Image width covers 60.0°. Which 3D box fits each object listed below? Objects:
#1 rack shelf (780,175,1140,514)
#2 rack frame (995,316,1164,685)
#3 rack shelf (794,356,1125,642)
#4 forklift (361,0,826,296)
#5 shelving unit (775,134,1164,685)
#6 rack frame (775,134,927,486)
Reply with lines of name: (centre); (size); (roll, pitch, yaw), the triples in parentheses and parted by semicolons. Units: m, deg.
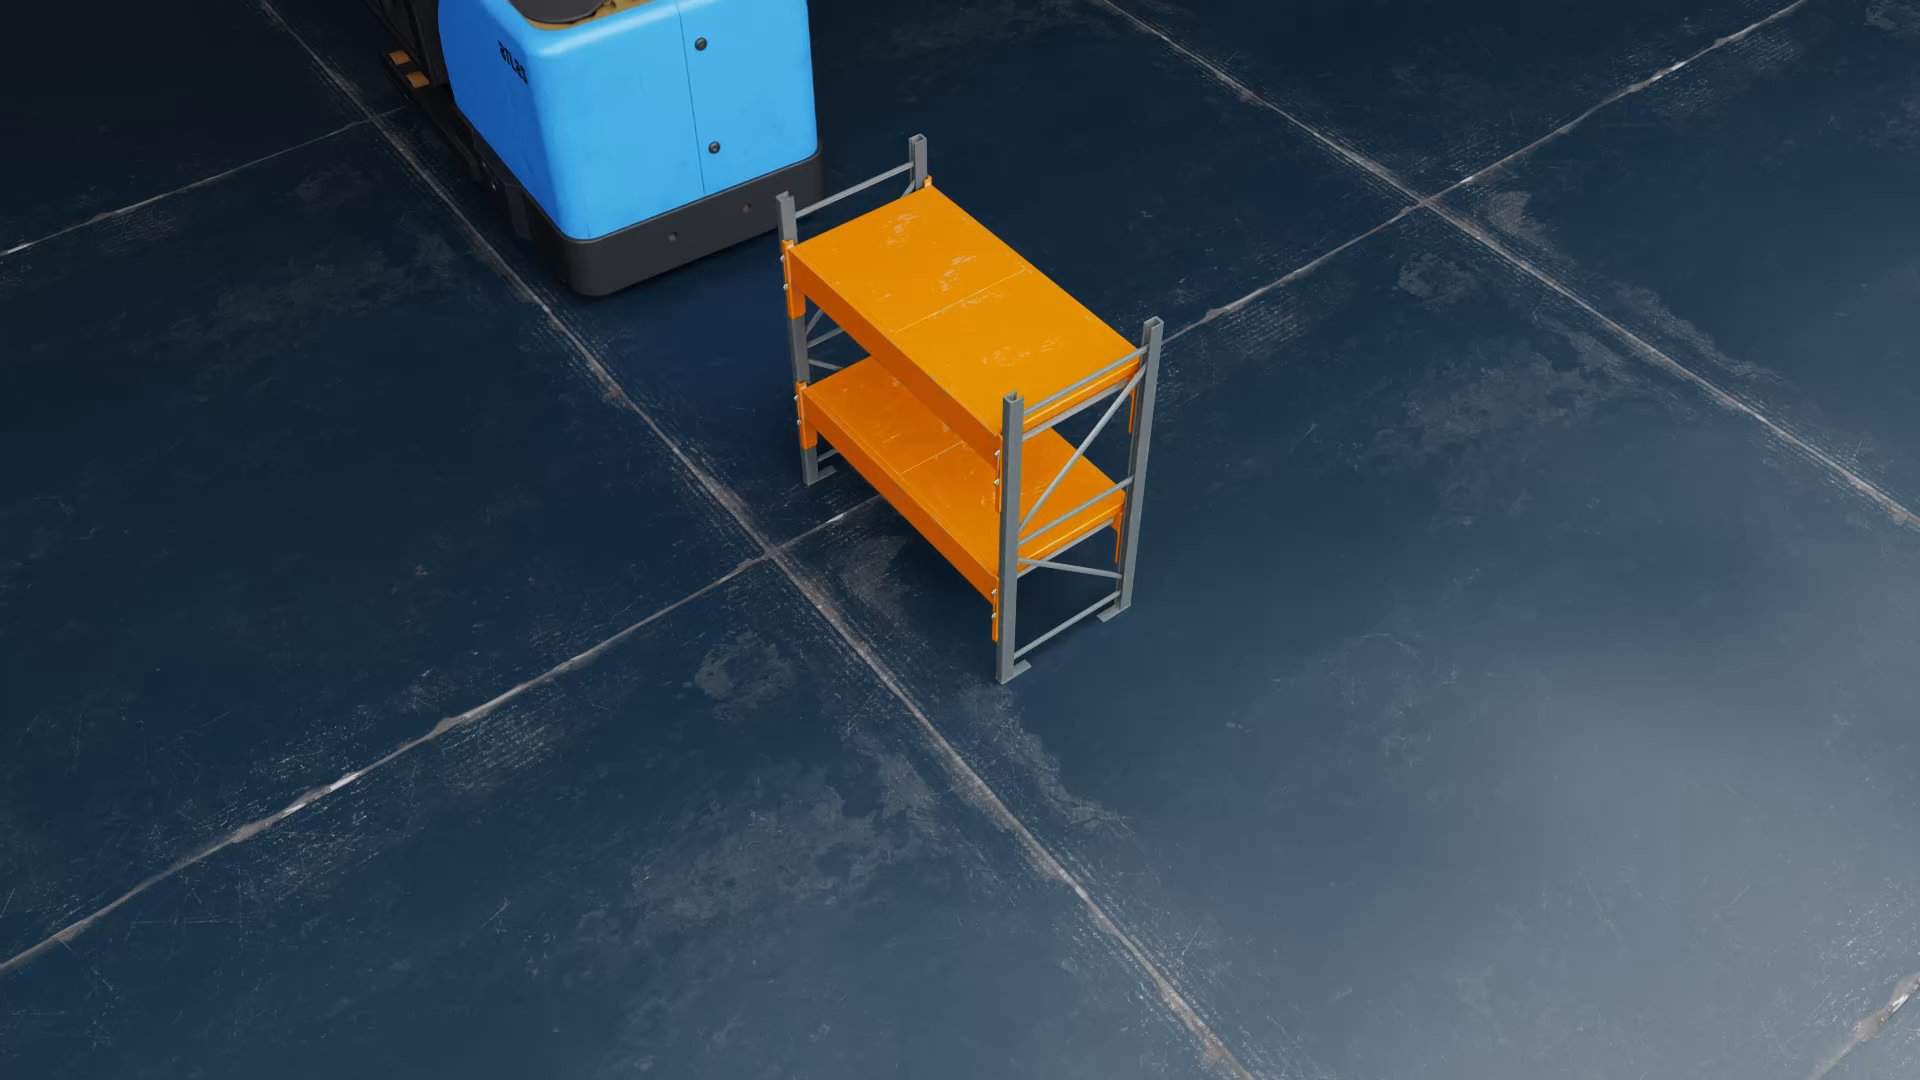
rack shelf: (0.004, -0.570, 4.613); (0.538, 0.278, 1.000); (-29, 54, -24)
rack frame: (0.312, -0.074, 4.558); (0.500, 1.125, 0.032); (-29, 54, -24)
rack shelf: (0.004, -0.210, 5.011); (0.538, 0.278, 1.000); (-29, 54, -24)
forklift: (-1.749, -2.923, 5.922); (1.130, 2.935, 3.031); (-27, 53, -22)
shelving unit: (0.004, -0.374, 4.830); (0.538, 1.125, 1.048); (-29, 54, -24)
rack frame: (-0.304, -0.674, 5.101); (0.500, 1.125, 0.032); (-29, 54, -24)
